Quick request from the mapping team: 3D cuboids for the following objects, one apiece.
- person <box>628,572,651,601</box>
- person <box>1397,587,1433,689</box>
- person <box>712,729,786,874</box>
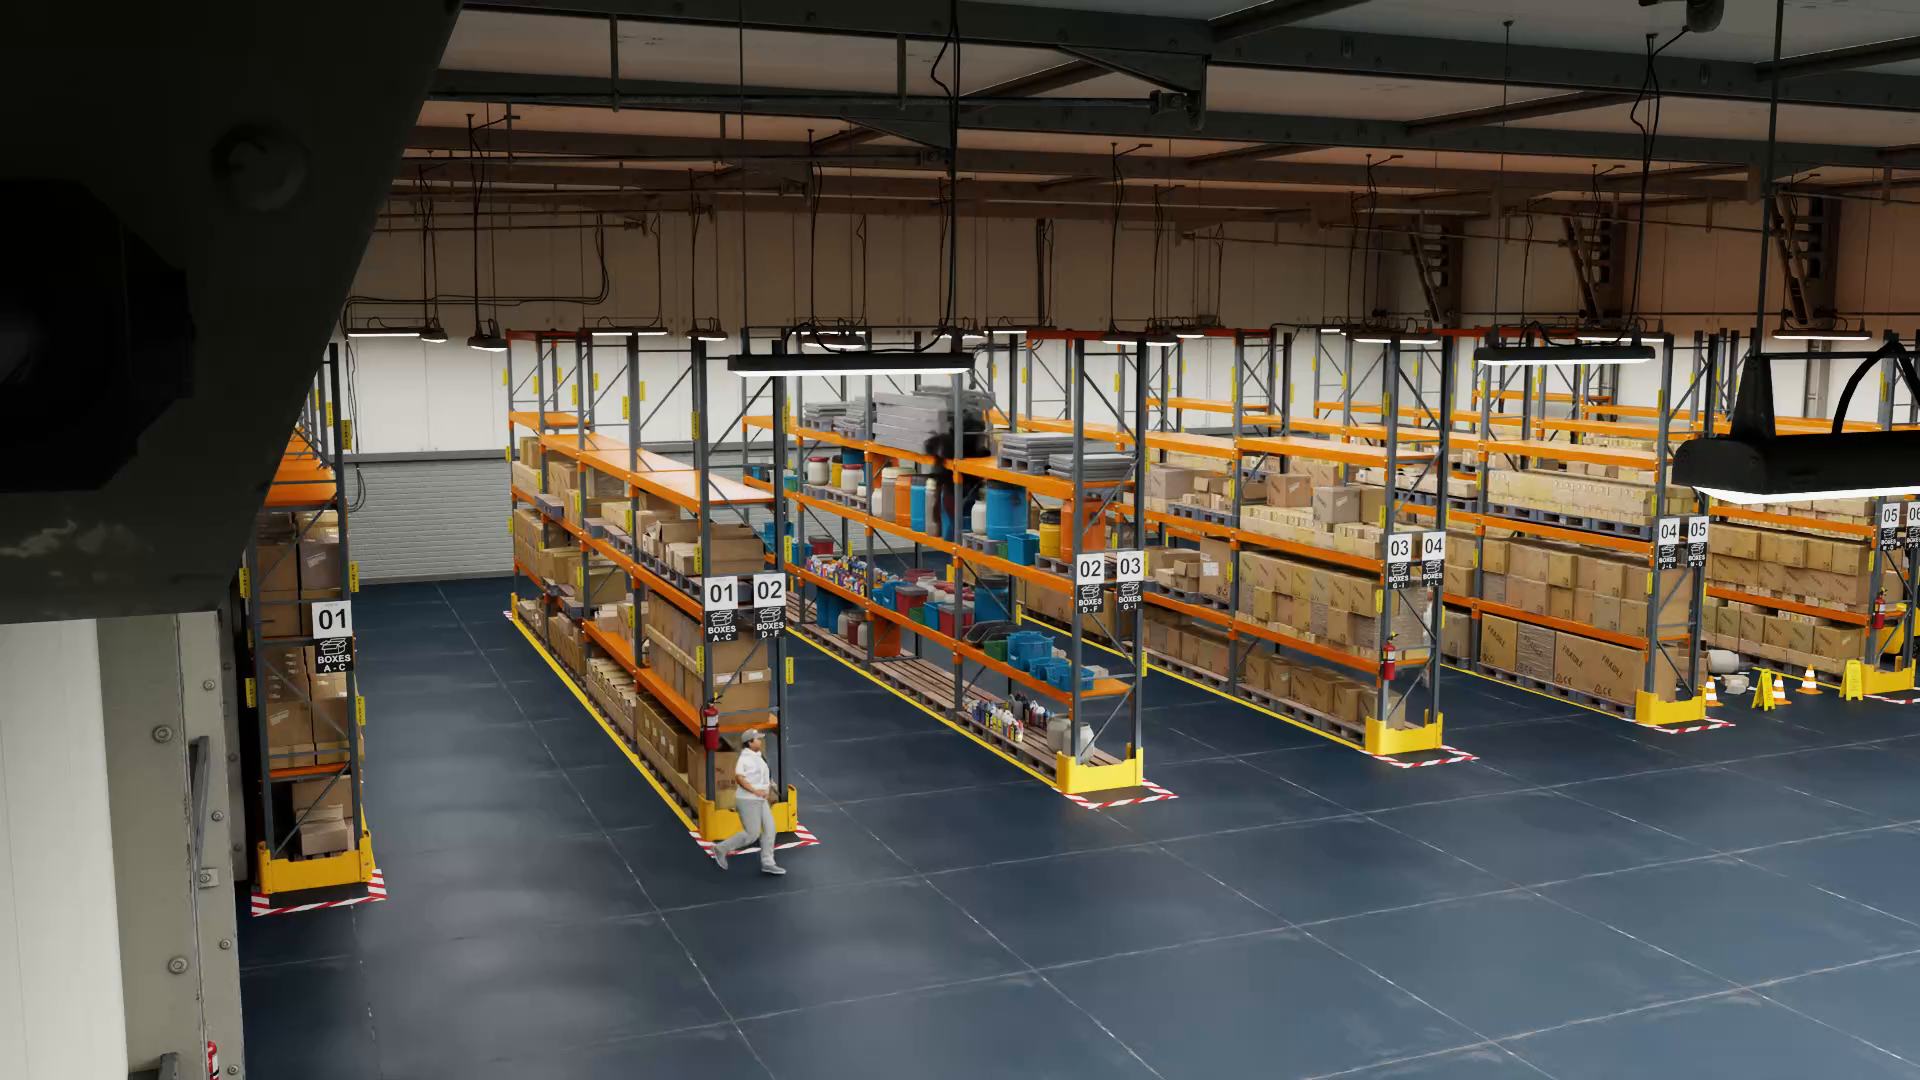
[{"bbox_3d":[-6.515,0.891,34.039,0.589,1.665,0.897,-6,10,-37],"label":"person"},{"bbox_3d":[7.835,1.619,28.380,0.725,1.750,0.966,-4,9,-28],"label":"person"},{"bbox_3d":[-2.373,2.962,18.973,0.839,1.624,0.670,1,8,6],"label":"person"}]
